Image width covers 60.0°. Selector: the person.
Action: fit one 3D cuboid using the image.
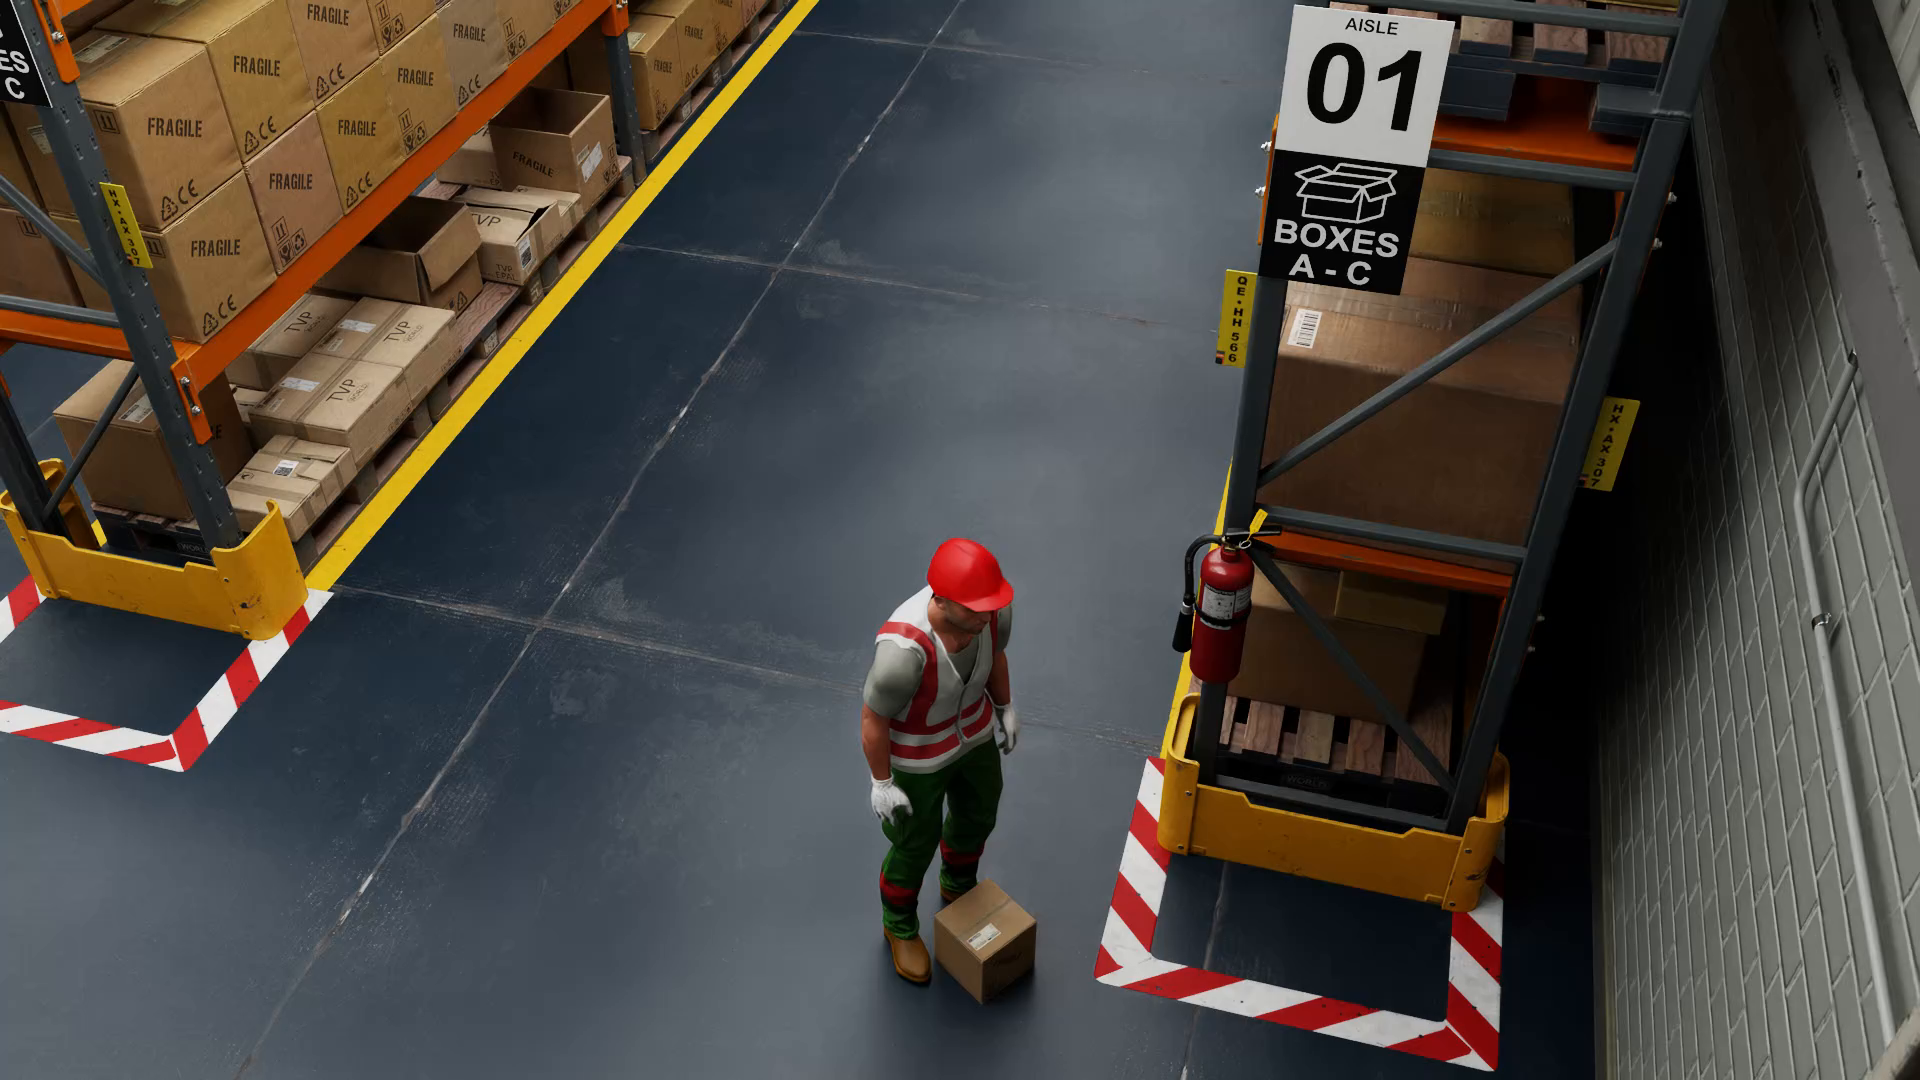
[{"bbox_3d":[-0.045,0.677,5.359,0.610,1.777,0.451,-29,48,-29],"label":"person"}]
